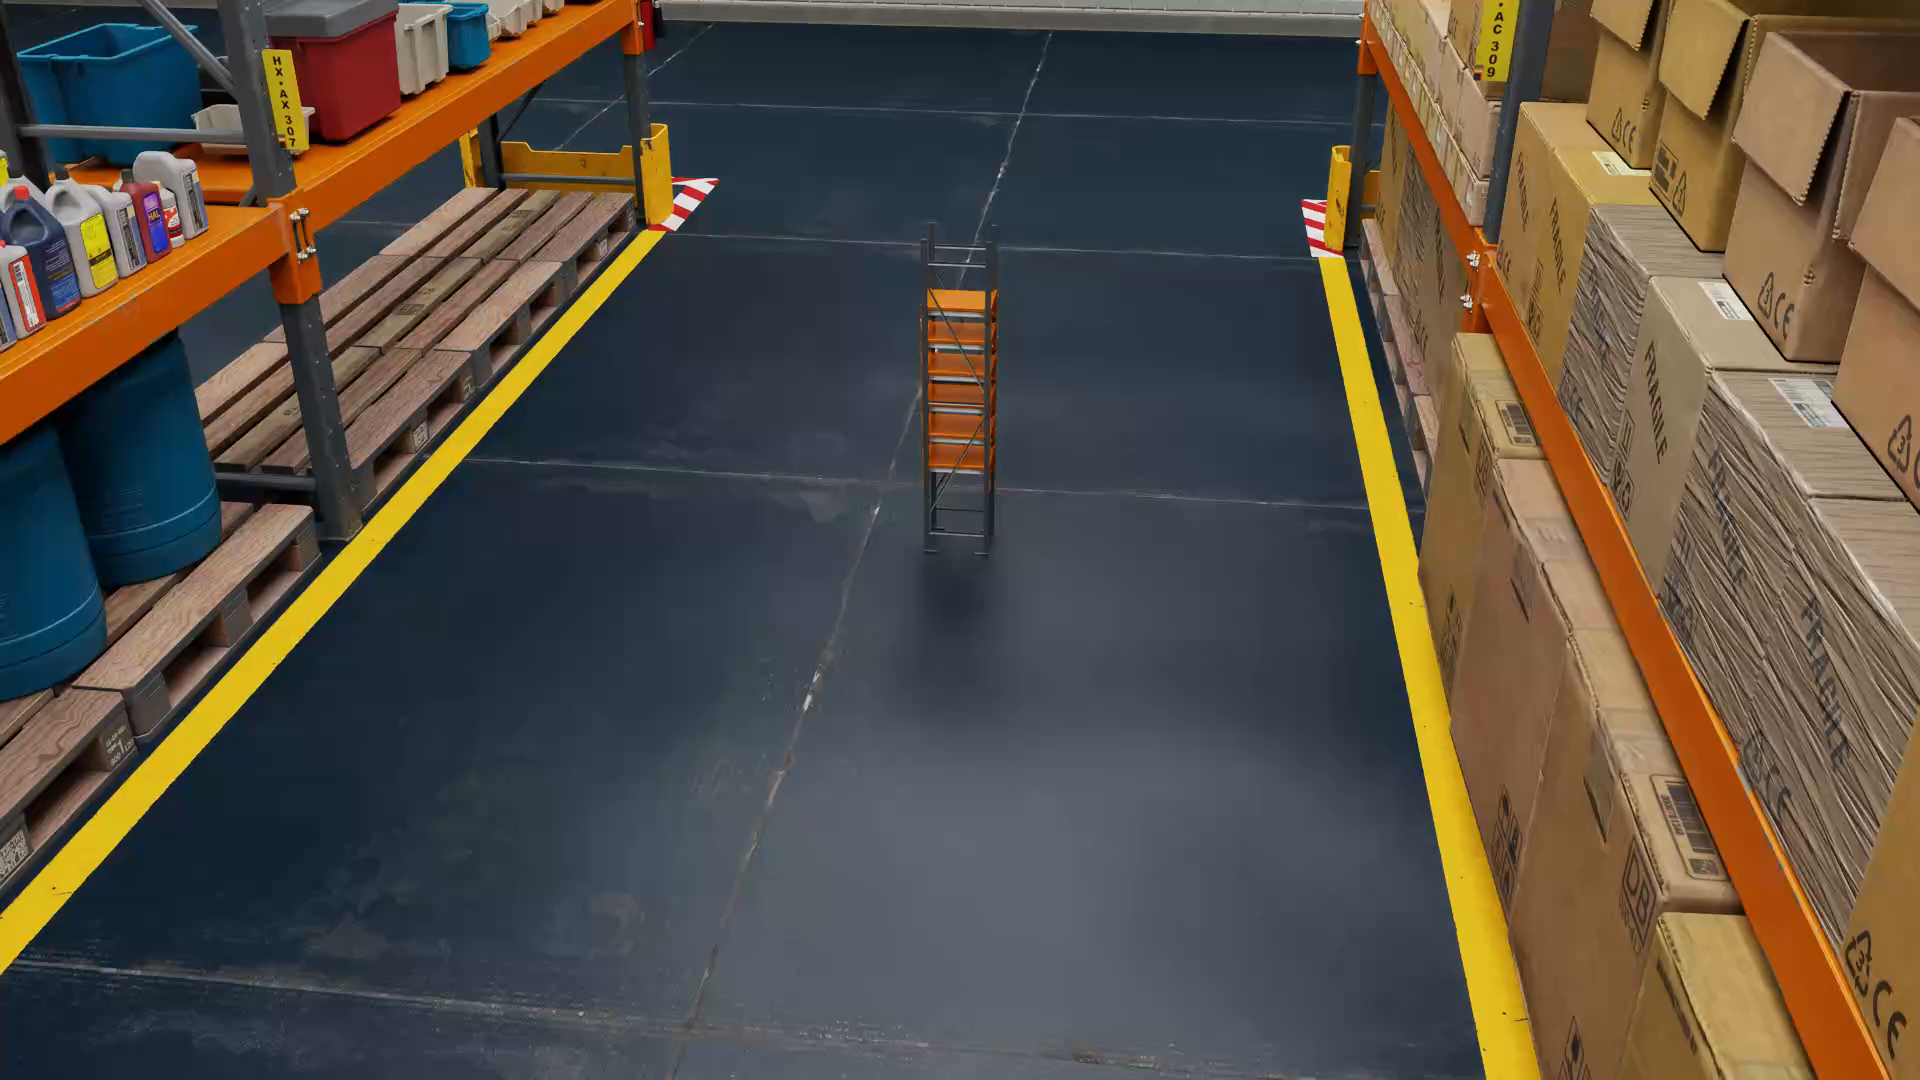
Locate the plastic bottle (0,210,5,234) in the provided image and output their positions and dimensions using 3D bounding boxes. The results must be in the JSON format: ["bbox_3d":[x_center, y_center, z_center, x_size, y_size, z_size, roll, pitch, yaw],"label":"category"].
[{"bbox_3d":[-2.727,-0.811,4.645,0.144,0.351,0.185,3,28,6],"label":"plastic bottle"}]

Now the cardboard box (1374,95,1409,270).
[{"bbox_3d":[2.633,-1.902,8.415,0.875,0.875,0.875,3,28,6],"label":"cardboard box"}]

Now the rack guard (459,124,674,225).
[{"bbox_3d":[-2.293,-2.158,9.728,1.175,0.500,0.348,3,28,6],"label":"rack guard"}]

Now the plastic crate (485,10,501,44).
[{"bbox_3d":[-2.281,-2.354,7.671,0.298,0.136,0.250,3,28,6],"label":"plastic crate"}]

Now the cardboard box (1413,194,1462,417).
[{"bbox_3d":[2.413,-1.055,6.842,0.875,0.875,0.875,3,28,6],"label":"cardboard box"}]

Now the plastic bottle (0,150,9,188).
[{"bbox_3d":[-3.143,-1.176,5.322,0.144,0.351,0.185,3,28,6],"label":"plastic bottle"}]

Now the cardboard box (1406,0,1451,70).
[{"bbox_3d":[2.125,-2.086,6.803,0.500,0.250,0.500,3,28,5],"label":"cardboard box"}]

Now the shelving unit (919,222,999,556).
[{"bbox_3d":[-0.002,-0.521,5.953,0.258,1.200,0.189,3,28,6],"label":"shelving unit"}]

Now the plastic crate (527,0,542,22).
[{"bbox_3d":[-2.253,-2.627,8.177,0.396,0.136,0.243,3,28,6],"label":"plastic crate"}]

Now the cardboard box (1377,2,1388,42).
[{"bbox_3d":[2.200,-2.458,7.916,0.380,0.149,0.250,3,28,5],"label":"cardboard box"}]

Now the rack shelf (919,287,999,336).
[{"bbox_3d":[-0.002,-0.799,5.803,0.258,0.103,0.180,3,28,6],"label":"rack shelf"}]

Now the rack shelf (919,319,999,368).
[{"bbox_3d":[-0.002,-0.694,5.860,0.258,0.103,0.180,3,28,6],"label":"rack shelf"}]

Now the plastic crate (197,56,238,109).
[{"bbox_3d":[-2.903,-1.811,6.676,0.437,0.125,0.590,3,28,6],"label":"plastic crate"}]

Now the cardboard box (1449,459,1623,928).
[{"bbox_3d":[1.975,0.398,4.146,1.225,0.875,0.875,2,28,4],"label":"cardboard box"}]

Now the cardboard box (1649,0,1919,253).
[{"bbox_3d":[1.977,-0.938,3.665,0.797,0.503,0.637,4,29,7],"label":"cardboard box"}]

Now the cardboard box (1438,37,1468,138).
[{"bbox_3d":[1.997,-1.607,5.915,0.500,0.250,0.500,4,29,8],"label":"cardboard box"}]

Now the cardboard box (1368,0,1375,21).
[{"bbox_3d":[2.261,-2.700,8.364,0.380,0.149,0.250,4,29,7],"label":"cardboard box"}]

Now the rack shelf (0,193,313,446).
[{"bbox_3d":[-3.018,-0.105,4.041,1.077,0.370,4.000,3,28,6],"label":"rack shelf"}]

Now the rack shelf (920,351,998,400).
[{"bbox_3d":[-0.002,-0.588,5.917,0.258,0.103,0.180,3,28,6],"label":"rack shelf"}]

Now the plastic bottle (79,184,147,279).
[{"bbox_3d":[-2.545,-0.932,4.949,0.152,0.276,0.135,3,28,6],"label":"plastic bottle"}]

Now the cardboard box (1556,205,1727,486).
[{"bbox_3d":[1.715,-0.445,3.808,0.500,0.500,0.500,3,28,5],"label":"cardboard box"}]

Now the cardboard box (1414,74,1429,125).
[{"bbox_3d":[2.012,-1.732,6.568,0.380,0.149,0.250,3,28,5],"label":"cardboard box"}]

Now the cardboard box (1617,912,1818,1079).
[{"bbox_3d":[1.757,1.234,2.594,1.225,0.875,0.875,2,28,4],"label":"cardboard box"}]

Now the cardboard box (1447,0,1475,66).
[{"bbox_3d":[1.999,-1.938,5.739,0.500,0.500,0.500,4,29,7],"label":"cardboard box"}]

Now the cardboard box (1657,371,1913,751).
[{"bbox_3d":[1.594,0.038,2.912,0.500,0.500,0.500,2,28,5],"label":"cardboard box"}]

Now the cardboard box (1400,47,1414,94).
[{"bbox_3d":[2.074,-1.976,7.020,0.380,0.149,0.250,3,28,5],"label":"cardboard box"}]

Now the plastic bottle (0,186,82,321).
[{"bbox_3d":[-2.584,-0.803,4.630,0.144,0.351,0.185,3,28,6],"label":"plastic bottle"}]

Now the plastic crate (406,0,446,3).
[{"bbox_3d":[-2.721,-2.792,8.383,0.416,0.233,0.300,3,28,6],"label":"plastic crate"}]

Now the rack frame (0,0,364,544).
[{"bbox_3d":[-2.773,-1.363,5.618,1.000,3.000,0.127,3,28,6],"label":"rack frame"}]

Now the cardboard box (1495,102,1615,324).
[{"bbox_3d":[1.838,-0.917,4.685,0.500,0.500,0.500,3,29,6],"label":"cardboard box"}]

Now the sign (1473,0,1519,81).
[{"bbox_3d":[1.591,-1.523,4.918,0.100,0.325,0.005,3,28,6],"label":"sign"}]

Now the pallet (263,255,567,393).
[{"bbox_3d":[-2.575,-1.060,7.995,1.003,0.211,1.213,3,28,6],"label":"pallet"}]

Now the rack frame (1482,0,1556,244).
[{"bbox_3d":[2.142,-1.075,5.084,1.000,3.000,0.127,3,28,6],"label":"rack frame"}]

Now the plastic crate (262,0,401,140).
[{"bbox_3d":[-2.415,-1.824,6.342,0.402,0.464,0.583,3,28,6],"label":"plastic crate"}]

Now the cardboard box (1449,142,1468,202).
[{"bbox_3d":[1.886,-1.249,5.670,0.380,0.149,0.250,4,29,7],"label":"cardboard box"}]

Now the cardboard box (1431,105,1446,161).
[{"bbox_3d":[1.949,-1.491,6.119,0.380,0.149,0.250,4,29,7],"label":"cardboard box"}]

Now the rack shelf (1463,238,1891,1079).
[{"bbox_3d":[1.897,0.183,3.507,1.077,0.370,4.000,3,28,6],"label":"rack shelf"}]

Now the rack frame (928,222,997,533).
[{"bbox_3d":[0.009,-0.564,6.033,0.240,1.200,0.006,3,28,6],"label":"rack frame"}]

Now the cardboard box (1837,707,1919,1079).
[{"bbox_3d":[1.467,0.517,2.023,0.500,0.500,0.500,4,29,8],"label":"cardboard box"}]

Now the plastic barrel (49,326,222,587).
[{"bbox_3d":[-2.857,-0.369,5.543,0.600,0.901,0.708,3,28,6],"label":"plastic barrel"}]

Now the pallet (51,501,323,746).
[{"bbox_3d":[-2.909,0.225,5.610,1.003,0.211,1.213,3,28,6],"label":"pallet"}]

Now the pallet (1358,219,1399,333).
[{"bbox_3d":[2.612,-1.350,8.533,1.003,0.211,1.213,3,28,6],"label":"pallet"}]

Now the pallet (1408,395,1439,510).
[{"bbox_3d":[2.313,-0.201,6.401,1.003,0.211,1.213,3,28,6],"label":"pallet"}]

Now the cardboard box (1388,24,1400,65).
[{"bbox_3d":[2.137,-2.216,7.466,0.380,0.149,0.250,3,28,5],"label":"cardboard box"}]

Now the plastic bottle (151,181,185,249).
[{"bbox_3d":[-2.488,-1.015,5.182,0.097,0.201,0.097,0,28,0],"label":"plastic bottle"}]

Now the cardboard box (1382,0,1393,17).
[{"bbox_3d":[2.249,-2.568,7.698,0.500,0.250,0.500,3,28,6],"label":"cardboard box"}]

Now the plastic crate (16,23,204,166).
[{"bbox_3d":[-3.055,-1.622,6.052,0.392,0.384,0.575,3,28,6],"label":"plastic crate"}]

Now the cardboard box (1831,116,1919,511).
[{"bbox_3d":[1.841,-0.328,2.533,0.797,0.503,0.637,4,29,7],"label":"cardboard box"}]

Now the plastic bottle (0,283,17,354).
[{"bbox_3d":[-2.624,-0.632,4.391,0.152,0.276,0.135,3,28,6],"label":"plastic bottle"}]
